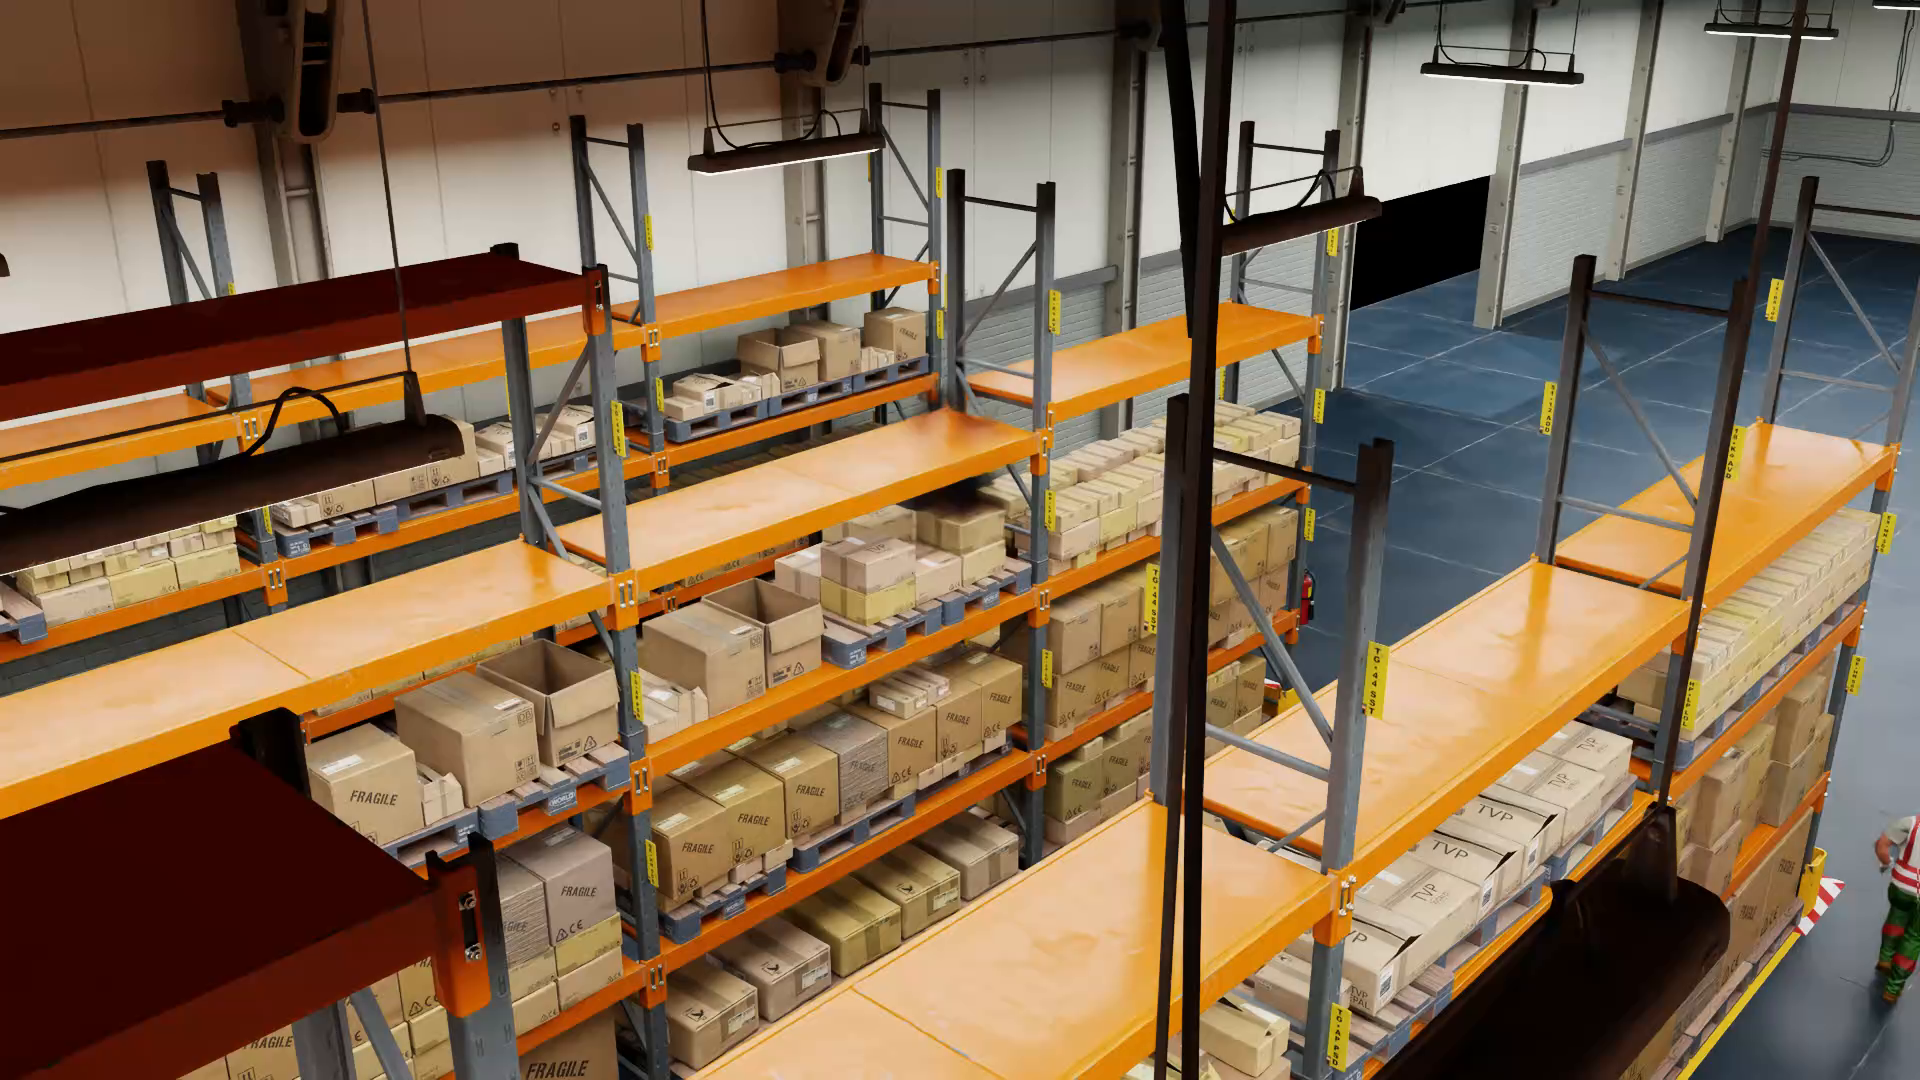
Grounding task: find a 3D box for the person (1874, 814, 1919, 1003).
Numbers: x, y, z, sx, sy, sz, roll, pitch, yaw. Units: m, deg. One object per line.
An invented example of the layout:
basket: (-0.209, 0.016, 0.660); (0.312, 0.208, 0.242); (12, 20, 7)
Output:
person: (7.318, 2.668, 12.691); (0.635, 1.817, 0.741); (18, 28, 39)
